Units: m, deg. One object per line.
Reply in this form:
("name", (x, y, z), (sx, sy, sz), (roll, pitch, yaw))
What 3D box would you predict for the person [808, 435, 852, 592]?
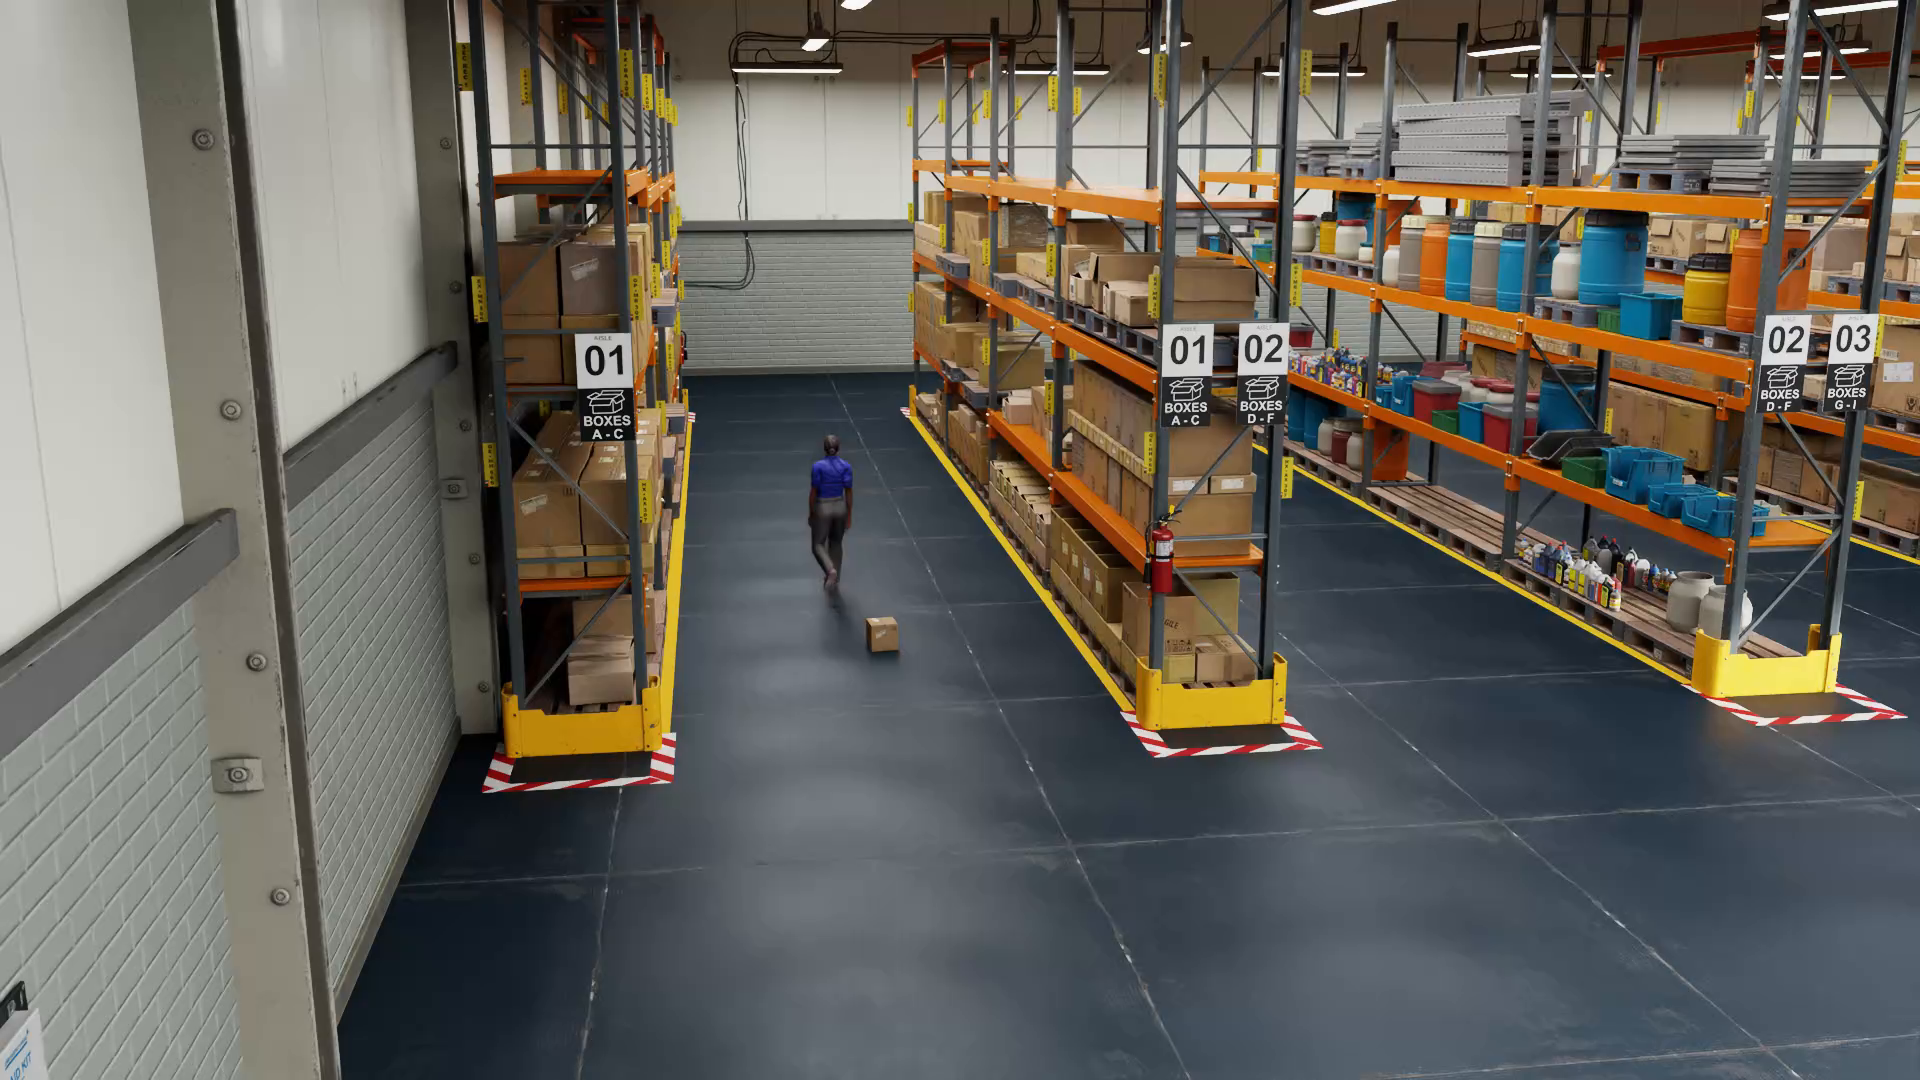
("person", (-1.320, -0.274, 17.081), (0.444, 1.627, 0.742), (-5, 14, -21))
